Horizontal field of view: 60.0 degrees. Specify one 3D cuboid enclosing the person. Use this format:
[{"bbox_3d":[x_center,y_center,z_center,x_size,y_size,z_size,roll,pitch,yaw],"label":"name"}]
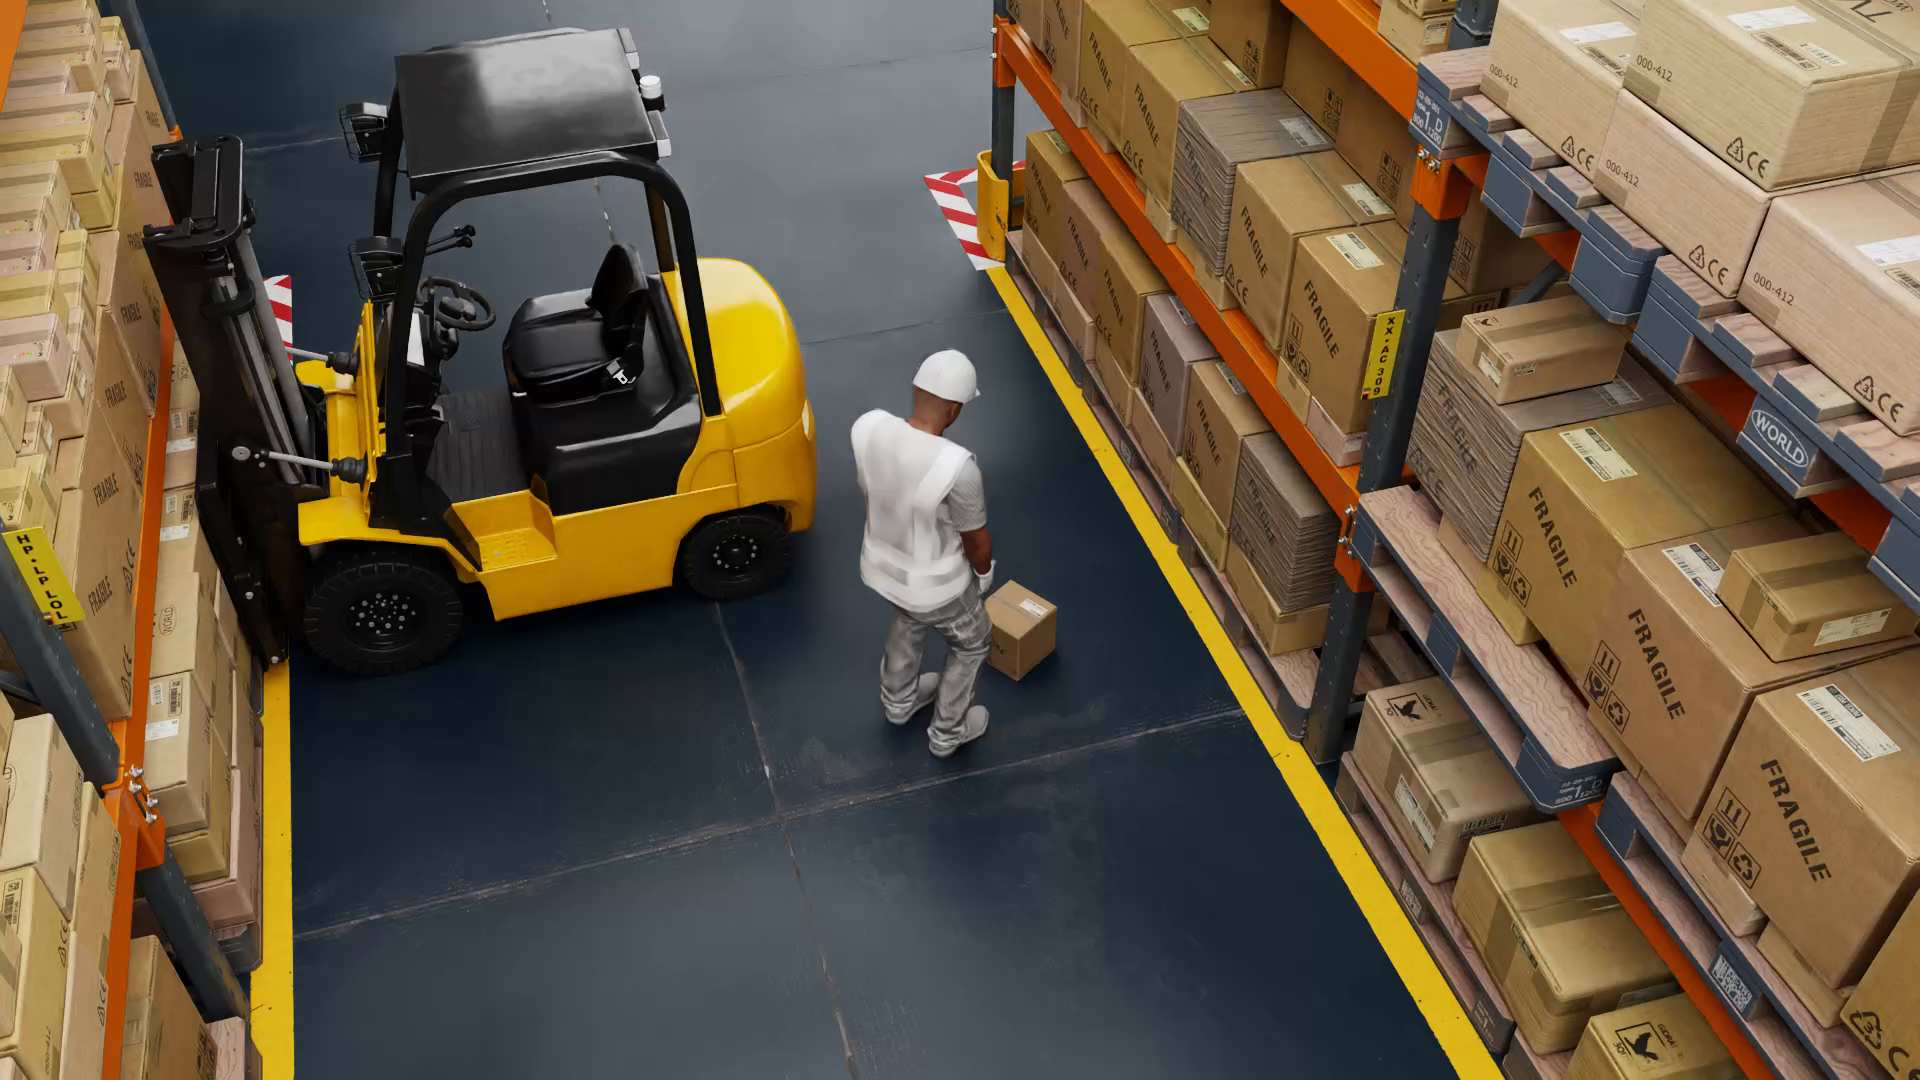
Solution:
[{"bbox_3d":[-0.125,0.068,6.127,0.580,1.709,0.497,31,51,30],"label":"person"}]
